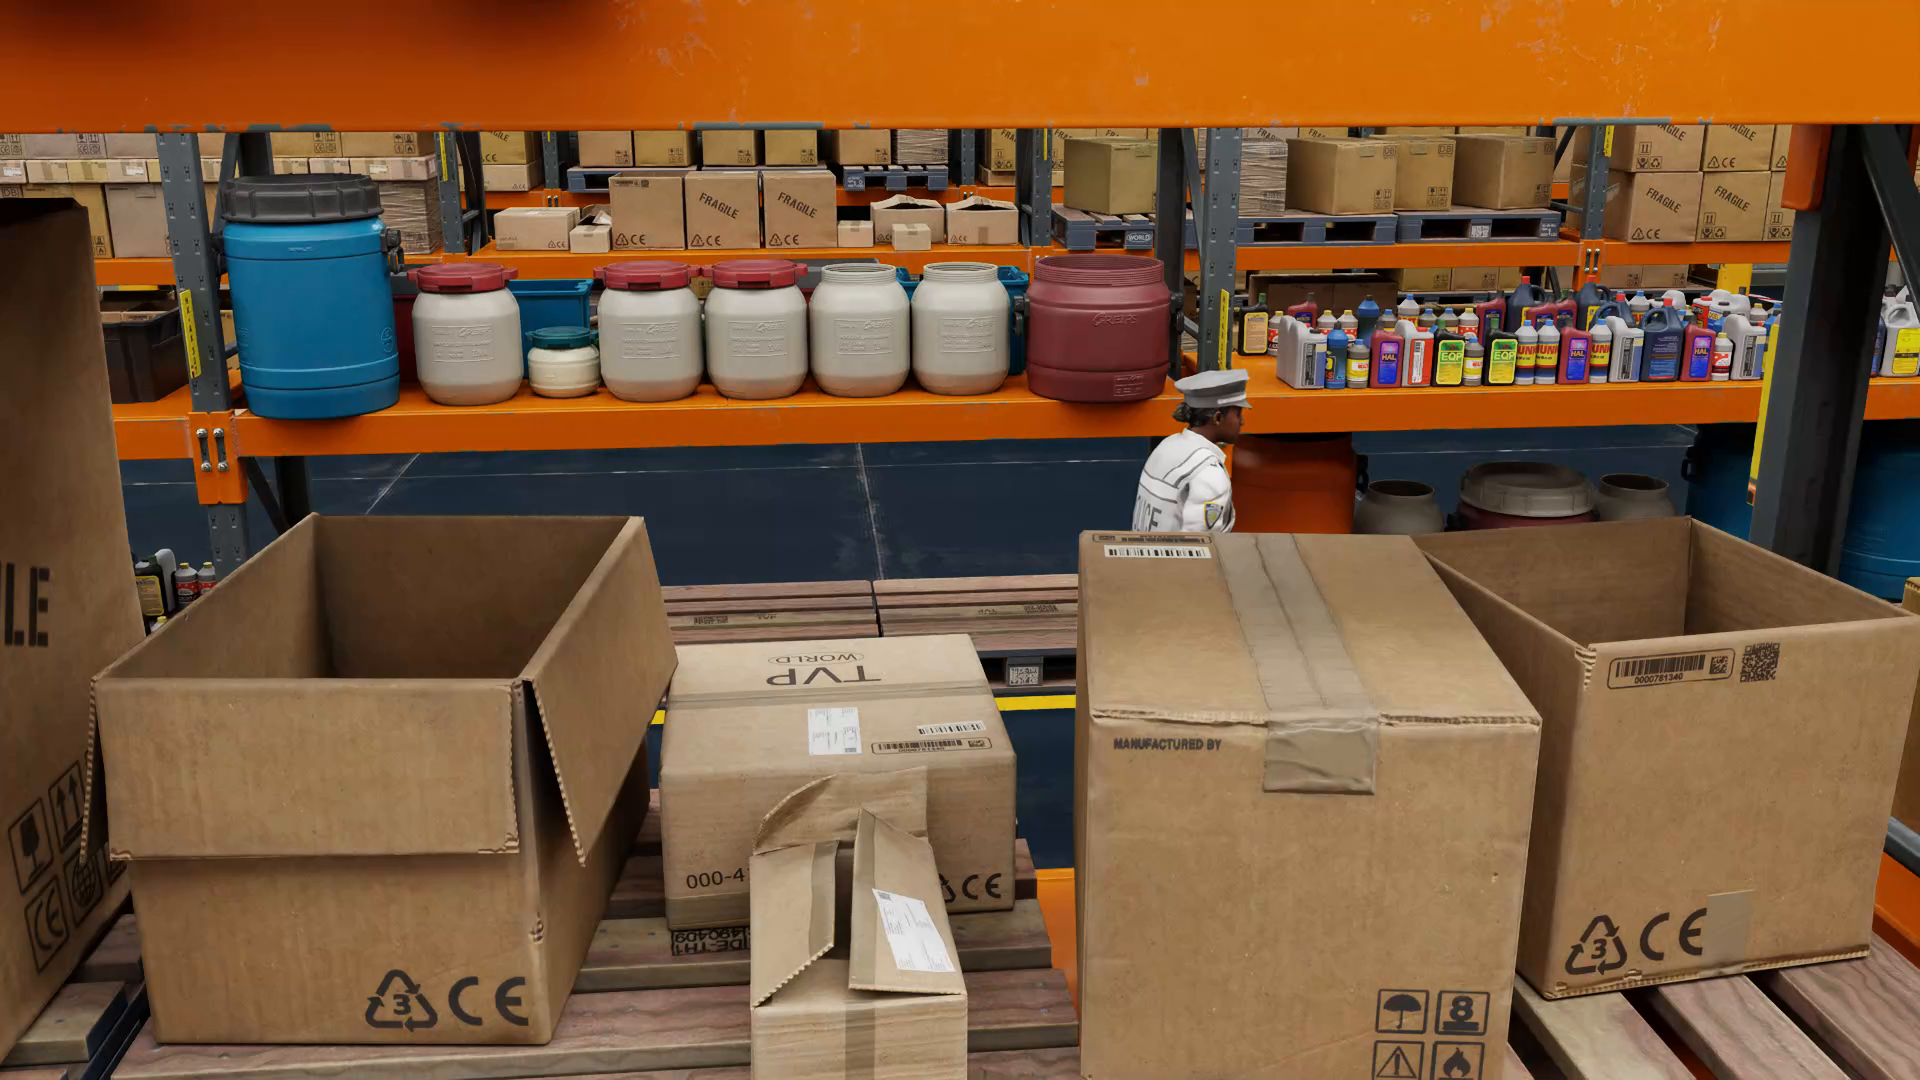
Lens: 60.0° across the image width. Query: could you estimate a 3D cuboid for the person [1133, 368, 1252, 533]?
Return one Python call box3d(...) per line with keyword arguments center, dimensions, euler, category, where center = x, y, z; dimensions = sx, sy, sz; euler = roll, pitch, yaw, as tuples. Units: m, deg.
box3d(center=(0.793, 0.240, 5.744), dimensions=(0.392, 1.663, 0.528), euler=(-2, 17, -8), category="person")
